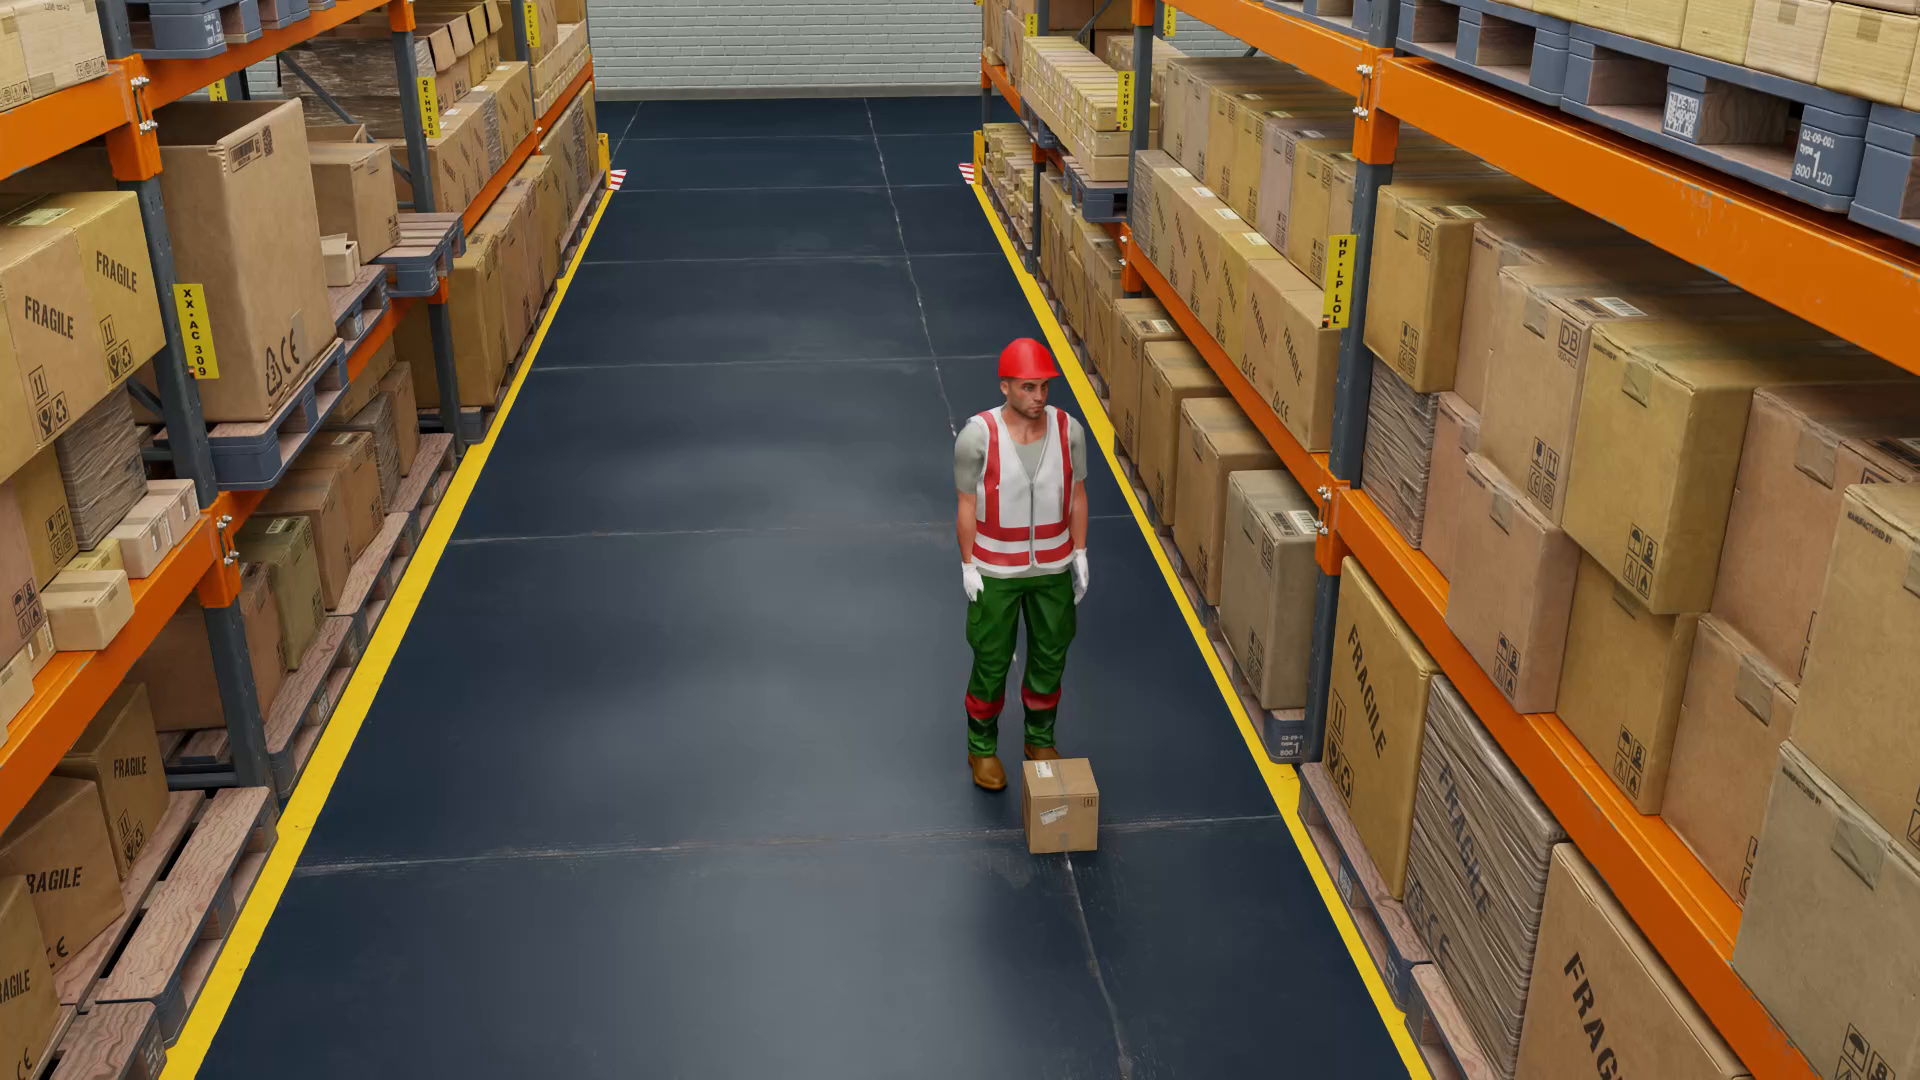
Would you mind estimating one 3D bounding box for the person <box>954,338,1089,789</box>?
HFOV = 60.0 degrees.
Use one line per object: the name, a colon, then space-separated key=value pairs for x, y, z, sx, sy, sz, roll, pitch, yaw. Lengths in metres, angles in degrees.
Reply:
person: x=0.241 y=0.097 z=6.347 sx=0.524 sy=1.785 sz=0.335 roll=-7 pitch=24 yaw=-15
